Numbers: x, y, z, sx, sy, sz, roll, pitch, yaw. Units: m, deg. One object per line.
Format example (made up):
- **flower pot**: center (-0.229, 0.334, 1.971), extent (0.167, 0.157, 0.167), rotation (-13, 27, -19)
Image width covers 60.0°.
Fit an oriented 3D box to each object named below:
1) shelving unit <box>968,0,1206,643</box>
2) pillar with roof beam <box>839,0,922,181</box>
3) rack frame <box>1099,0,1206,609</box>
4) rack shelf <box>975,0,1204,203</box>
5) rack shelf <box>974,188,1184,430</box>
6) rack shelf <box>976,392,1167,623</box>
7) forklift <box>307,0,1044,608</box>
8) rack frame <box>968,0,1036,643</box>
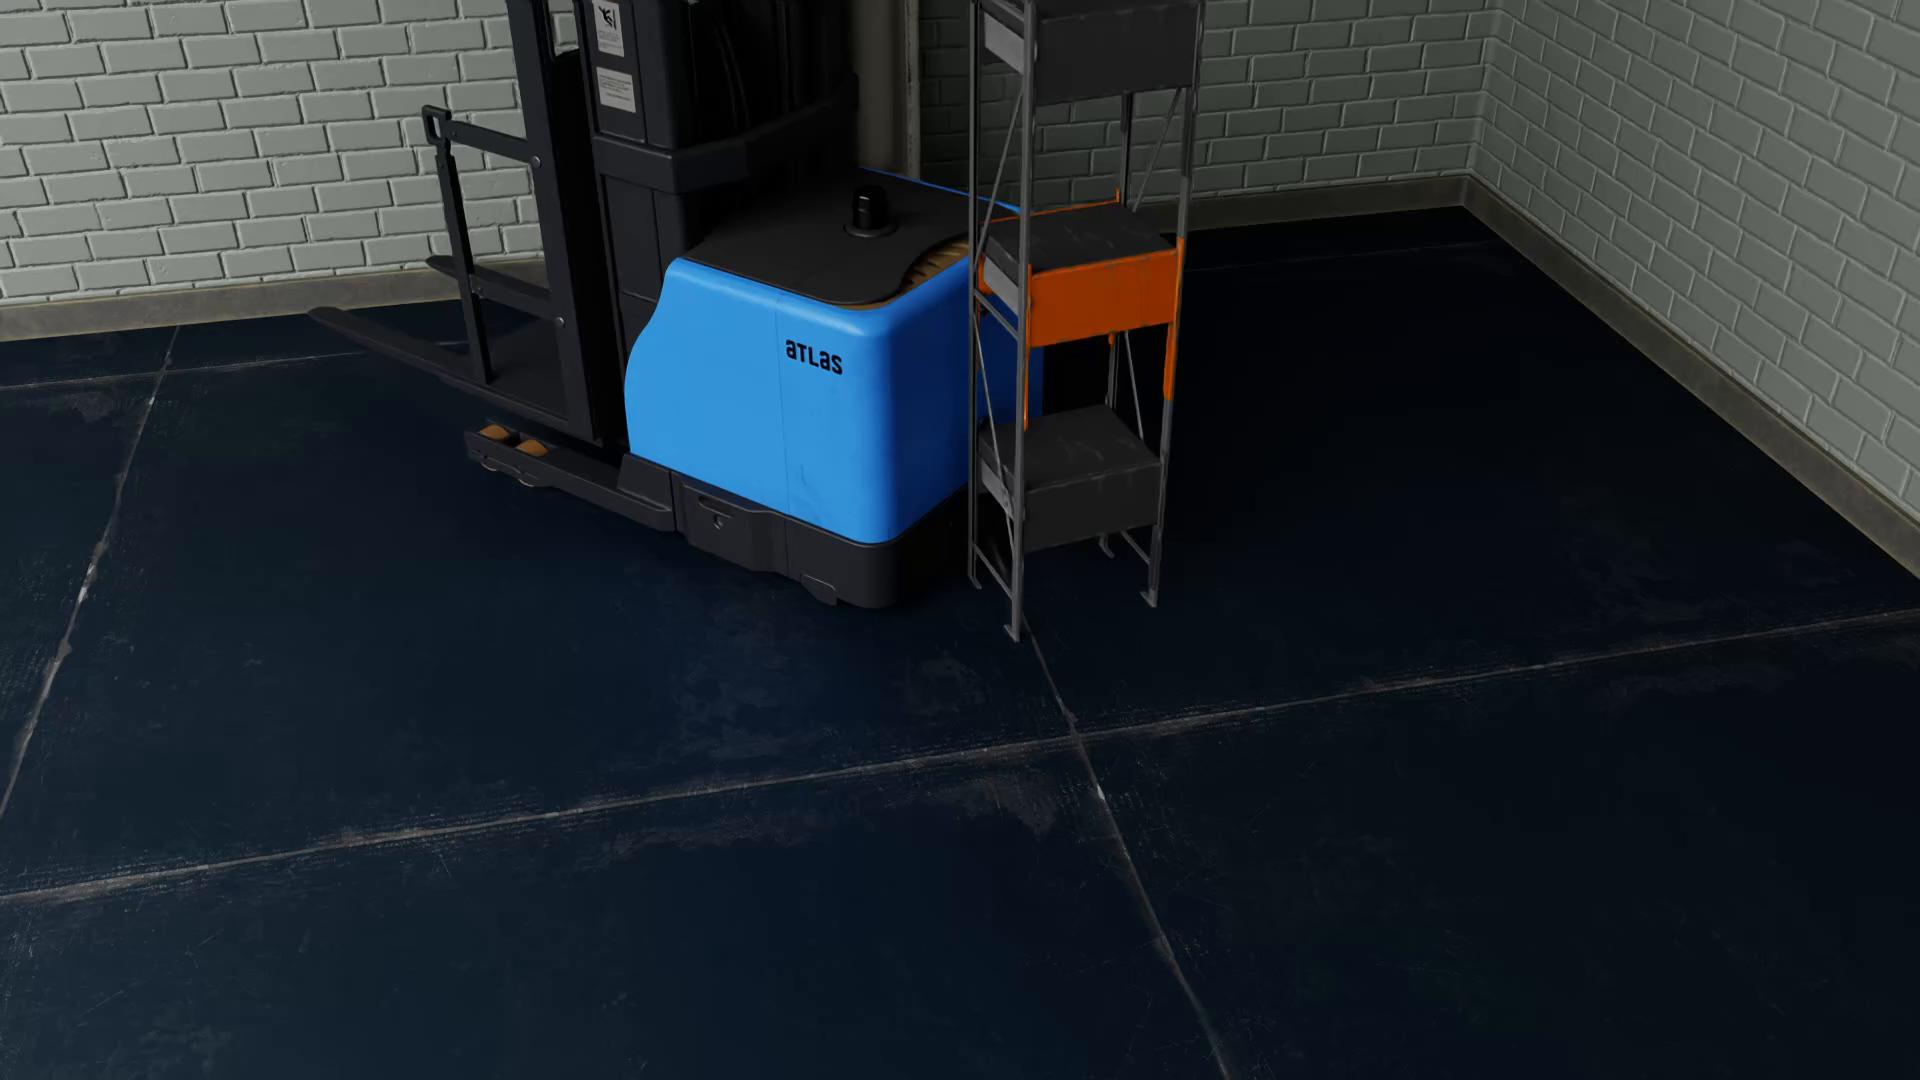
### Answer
- **shelving unit**: center (0.334, -0.701, 4.911), extent (0.503, 2.100, 0.431), rotation (-13, 36, -18)
- **pillar with roof beam**: center (0.558, -2.621, 1.581), extent (0.400, 9.000, 9.100), rotation (-7, 35, -11)
- **rack frame**: center (0.560, -0.752, 4.987), extent (0.015, 2.100, 0.400), rotation (-13, 36, -18)
- **rack shelf**: center (0.334, -1.271, 4.528), extent (0.480, 0.518, 0.431), rotation (-13, 36, -18)
- **rack shelf**: center (0.334, -0.690, 4.918), extent (0.480, 0.518, 0.431), rotation (-13, 36, -18)
- **rack shelf**: center (0.334, -0.109, 5.309), extent (0.480, 0.518, 0.431), rotation (-13, 36, -18)
- **forklift**: center (-1.203, -1.632, 5.552), extent (3.031, 2.935, 1.130), rotation (21, 39, 28)
- **rack frame**: center (0.108, -0.650, 4.835), extent (0.015, 2.100, 0.400), rotation (-13, 36, -18)
